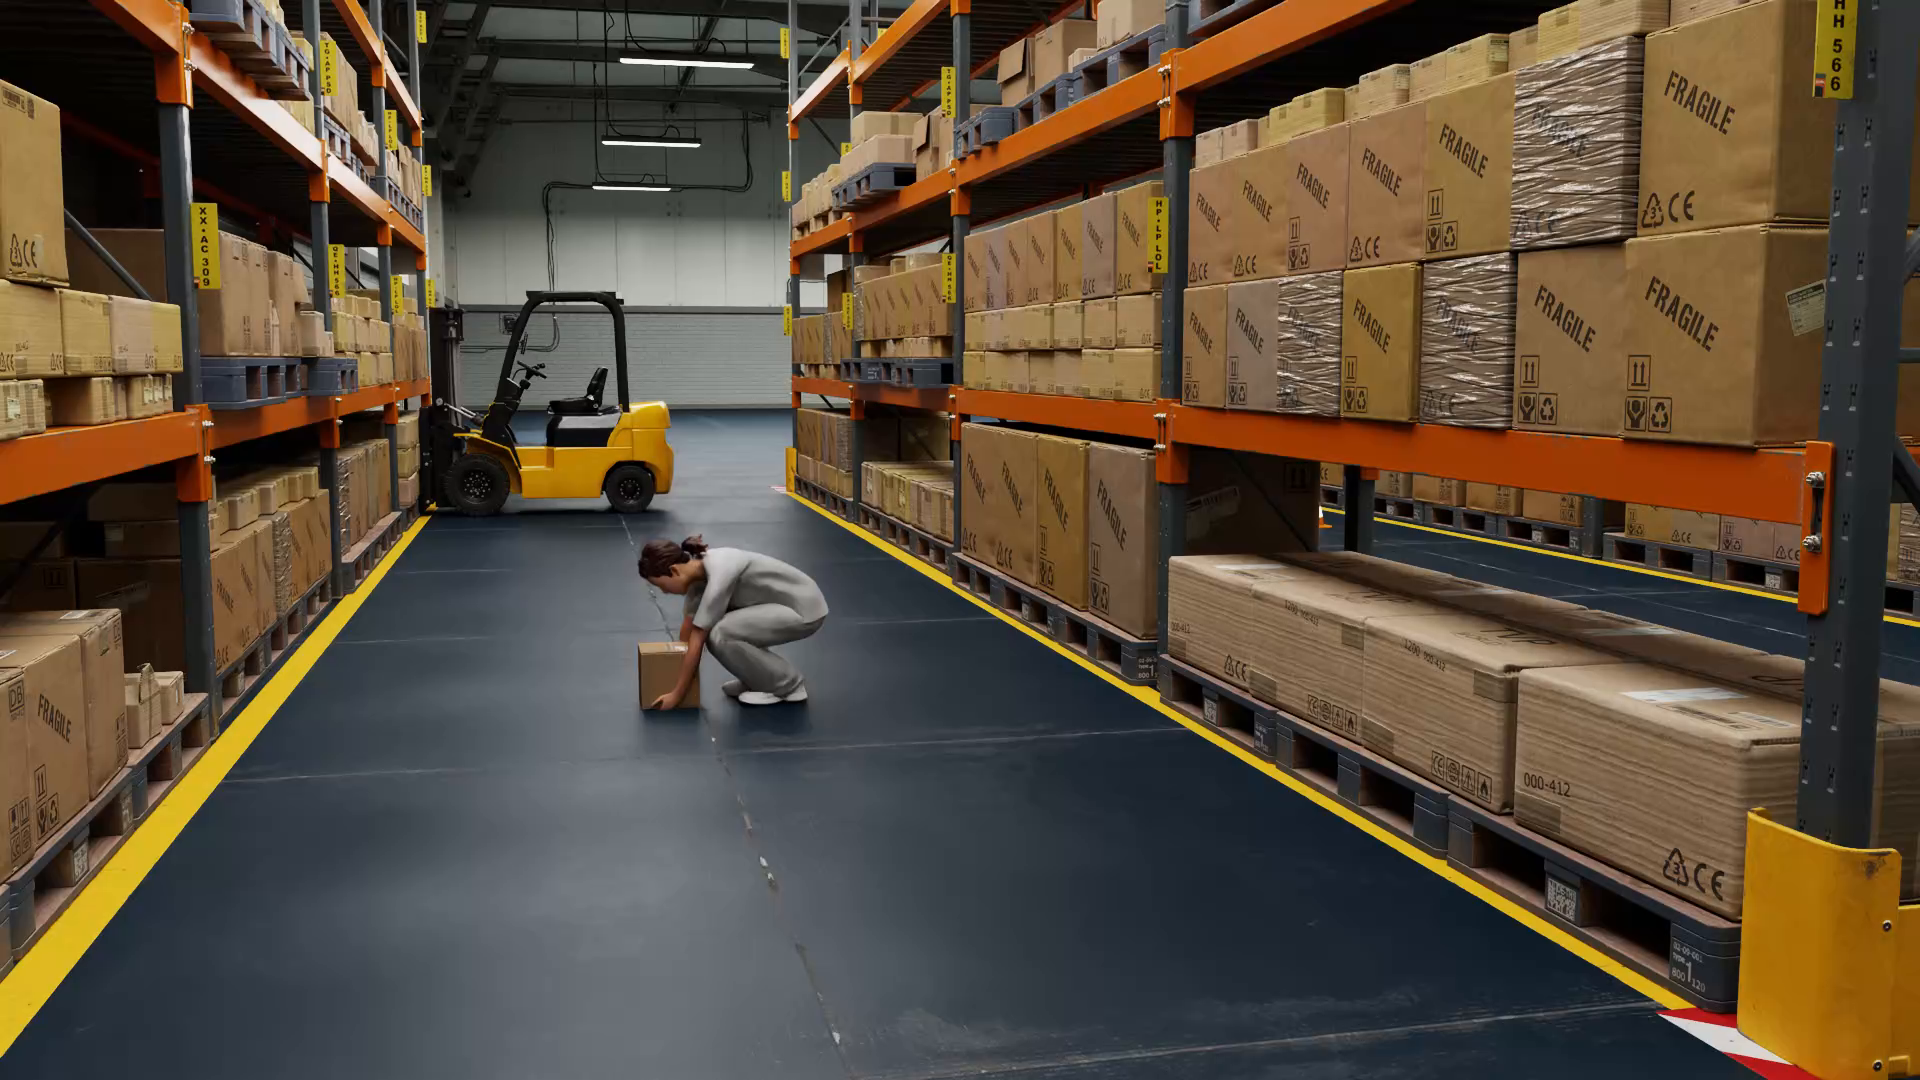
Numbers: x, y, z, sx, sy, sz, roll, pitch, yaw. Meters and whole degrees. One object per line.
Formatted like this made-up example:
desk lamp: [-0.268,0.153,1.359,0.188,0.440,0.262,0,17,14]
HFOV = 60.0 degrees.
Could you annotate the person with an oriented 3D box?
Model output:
person: [-0.992,0.385,7.323,0.829,0.808,0.466,-2,6,-14]
